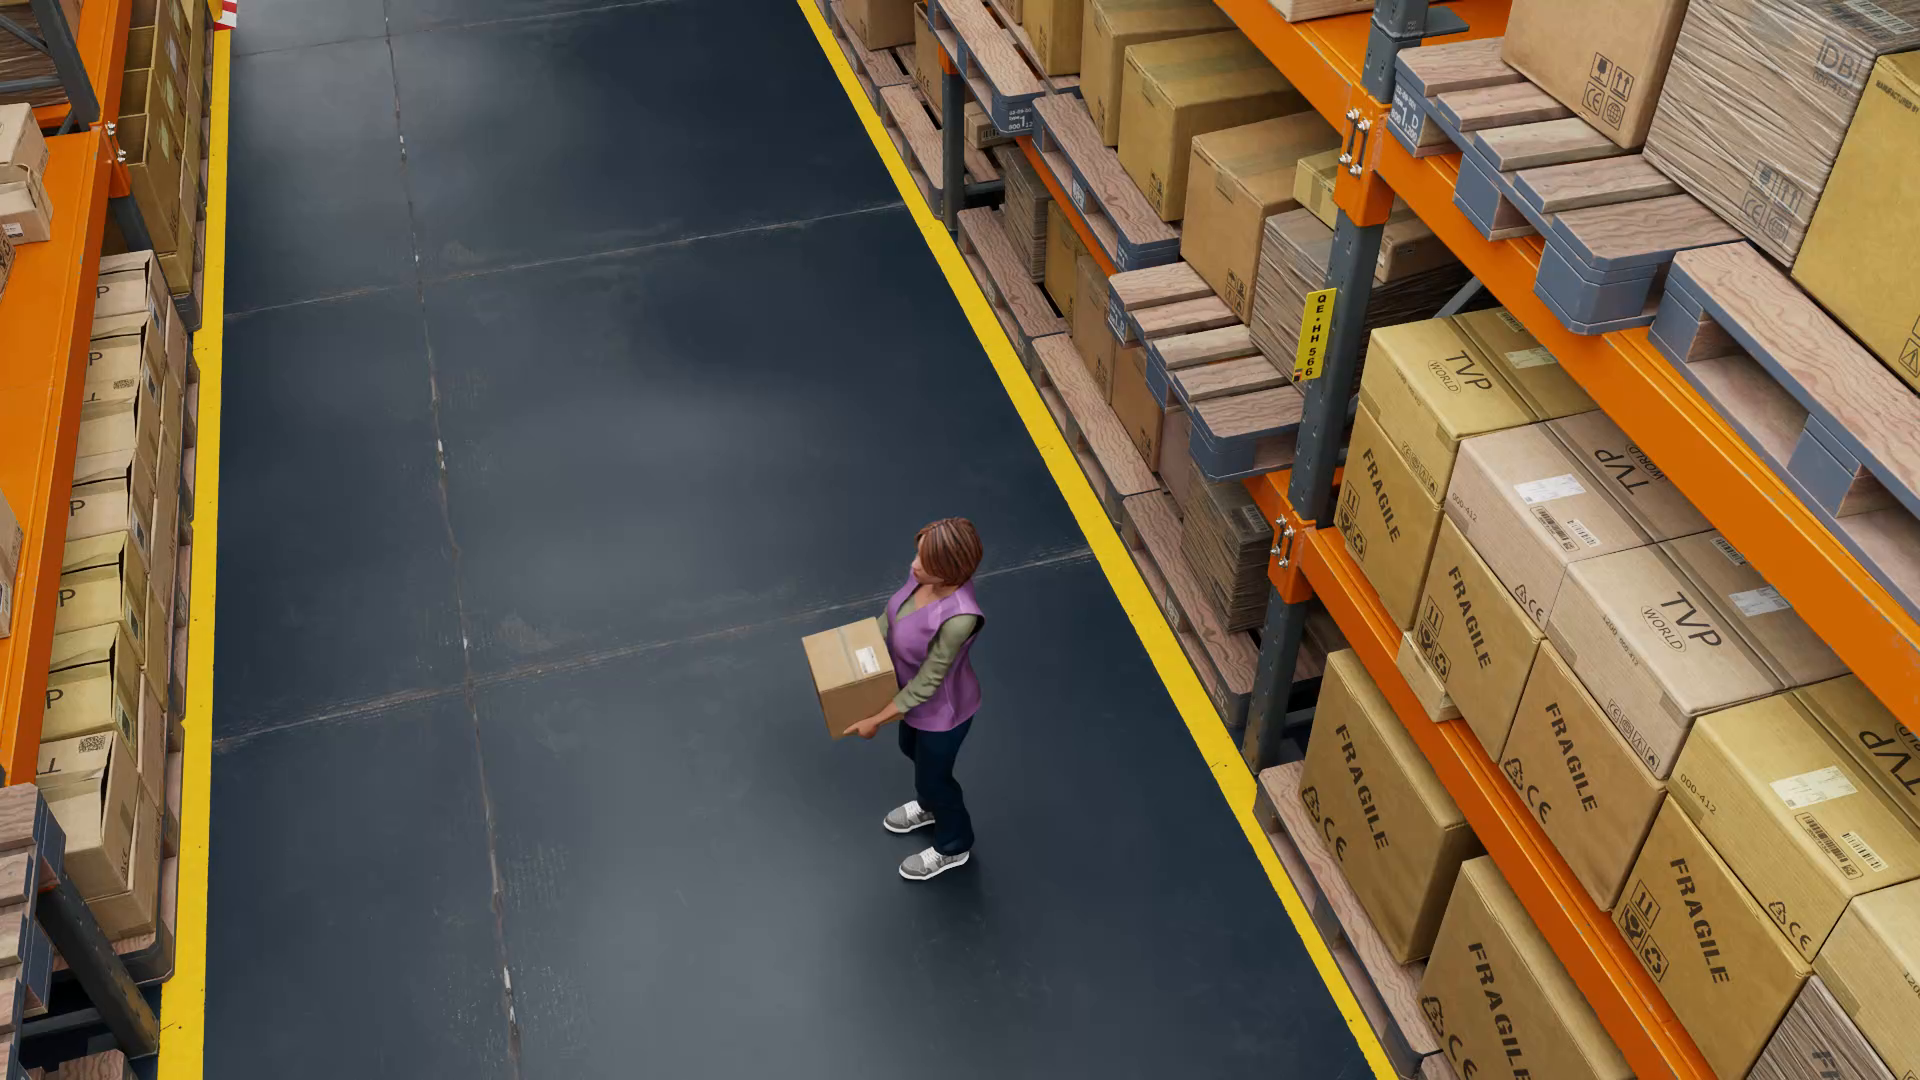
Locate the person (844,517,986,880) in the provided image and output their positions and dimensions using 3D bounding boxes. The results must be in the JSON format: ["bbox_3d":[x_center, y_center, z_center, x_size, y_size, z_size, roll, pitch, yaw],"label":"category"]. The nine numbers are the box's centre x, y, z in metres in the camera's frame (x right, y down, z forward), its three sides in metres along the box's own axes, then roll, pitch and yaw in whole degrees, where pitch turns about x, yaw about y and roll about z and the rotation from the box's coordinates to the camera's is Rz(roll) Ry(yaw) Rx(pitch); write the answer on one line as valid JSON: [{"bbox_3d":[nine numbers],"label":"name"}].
[{"bbox_3d":[-0.174,0.549,5.580,0.500,1.589,0.405,-12,44,-12],"label":"person"}]
